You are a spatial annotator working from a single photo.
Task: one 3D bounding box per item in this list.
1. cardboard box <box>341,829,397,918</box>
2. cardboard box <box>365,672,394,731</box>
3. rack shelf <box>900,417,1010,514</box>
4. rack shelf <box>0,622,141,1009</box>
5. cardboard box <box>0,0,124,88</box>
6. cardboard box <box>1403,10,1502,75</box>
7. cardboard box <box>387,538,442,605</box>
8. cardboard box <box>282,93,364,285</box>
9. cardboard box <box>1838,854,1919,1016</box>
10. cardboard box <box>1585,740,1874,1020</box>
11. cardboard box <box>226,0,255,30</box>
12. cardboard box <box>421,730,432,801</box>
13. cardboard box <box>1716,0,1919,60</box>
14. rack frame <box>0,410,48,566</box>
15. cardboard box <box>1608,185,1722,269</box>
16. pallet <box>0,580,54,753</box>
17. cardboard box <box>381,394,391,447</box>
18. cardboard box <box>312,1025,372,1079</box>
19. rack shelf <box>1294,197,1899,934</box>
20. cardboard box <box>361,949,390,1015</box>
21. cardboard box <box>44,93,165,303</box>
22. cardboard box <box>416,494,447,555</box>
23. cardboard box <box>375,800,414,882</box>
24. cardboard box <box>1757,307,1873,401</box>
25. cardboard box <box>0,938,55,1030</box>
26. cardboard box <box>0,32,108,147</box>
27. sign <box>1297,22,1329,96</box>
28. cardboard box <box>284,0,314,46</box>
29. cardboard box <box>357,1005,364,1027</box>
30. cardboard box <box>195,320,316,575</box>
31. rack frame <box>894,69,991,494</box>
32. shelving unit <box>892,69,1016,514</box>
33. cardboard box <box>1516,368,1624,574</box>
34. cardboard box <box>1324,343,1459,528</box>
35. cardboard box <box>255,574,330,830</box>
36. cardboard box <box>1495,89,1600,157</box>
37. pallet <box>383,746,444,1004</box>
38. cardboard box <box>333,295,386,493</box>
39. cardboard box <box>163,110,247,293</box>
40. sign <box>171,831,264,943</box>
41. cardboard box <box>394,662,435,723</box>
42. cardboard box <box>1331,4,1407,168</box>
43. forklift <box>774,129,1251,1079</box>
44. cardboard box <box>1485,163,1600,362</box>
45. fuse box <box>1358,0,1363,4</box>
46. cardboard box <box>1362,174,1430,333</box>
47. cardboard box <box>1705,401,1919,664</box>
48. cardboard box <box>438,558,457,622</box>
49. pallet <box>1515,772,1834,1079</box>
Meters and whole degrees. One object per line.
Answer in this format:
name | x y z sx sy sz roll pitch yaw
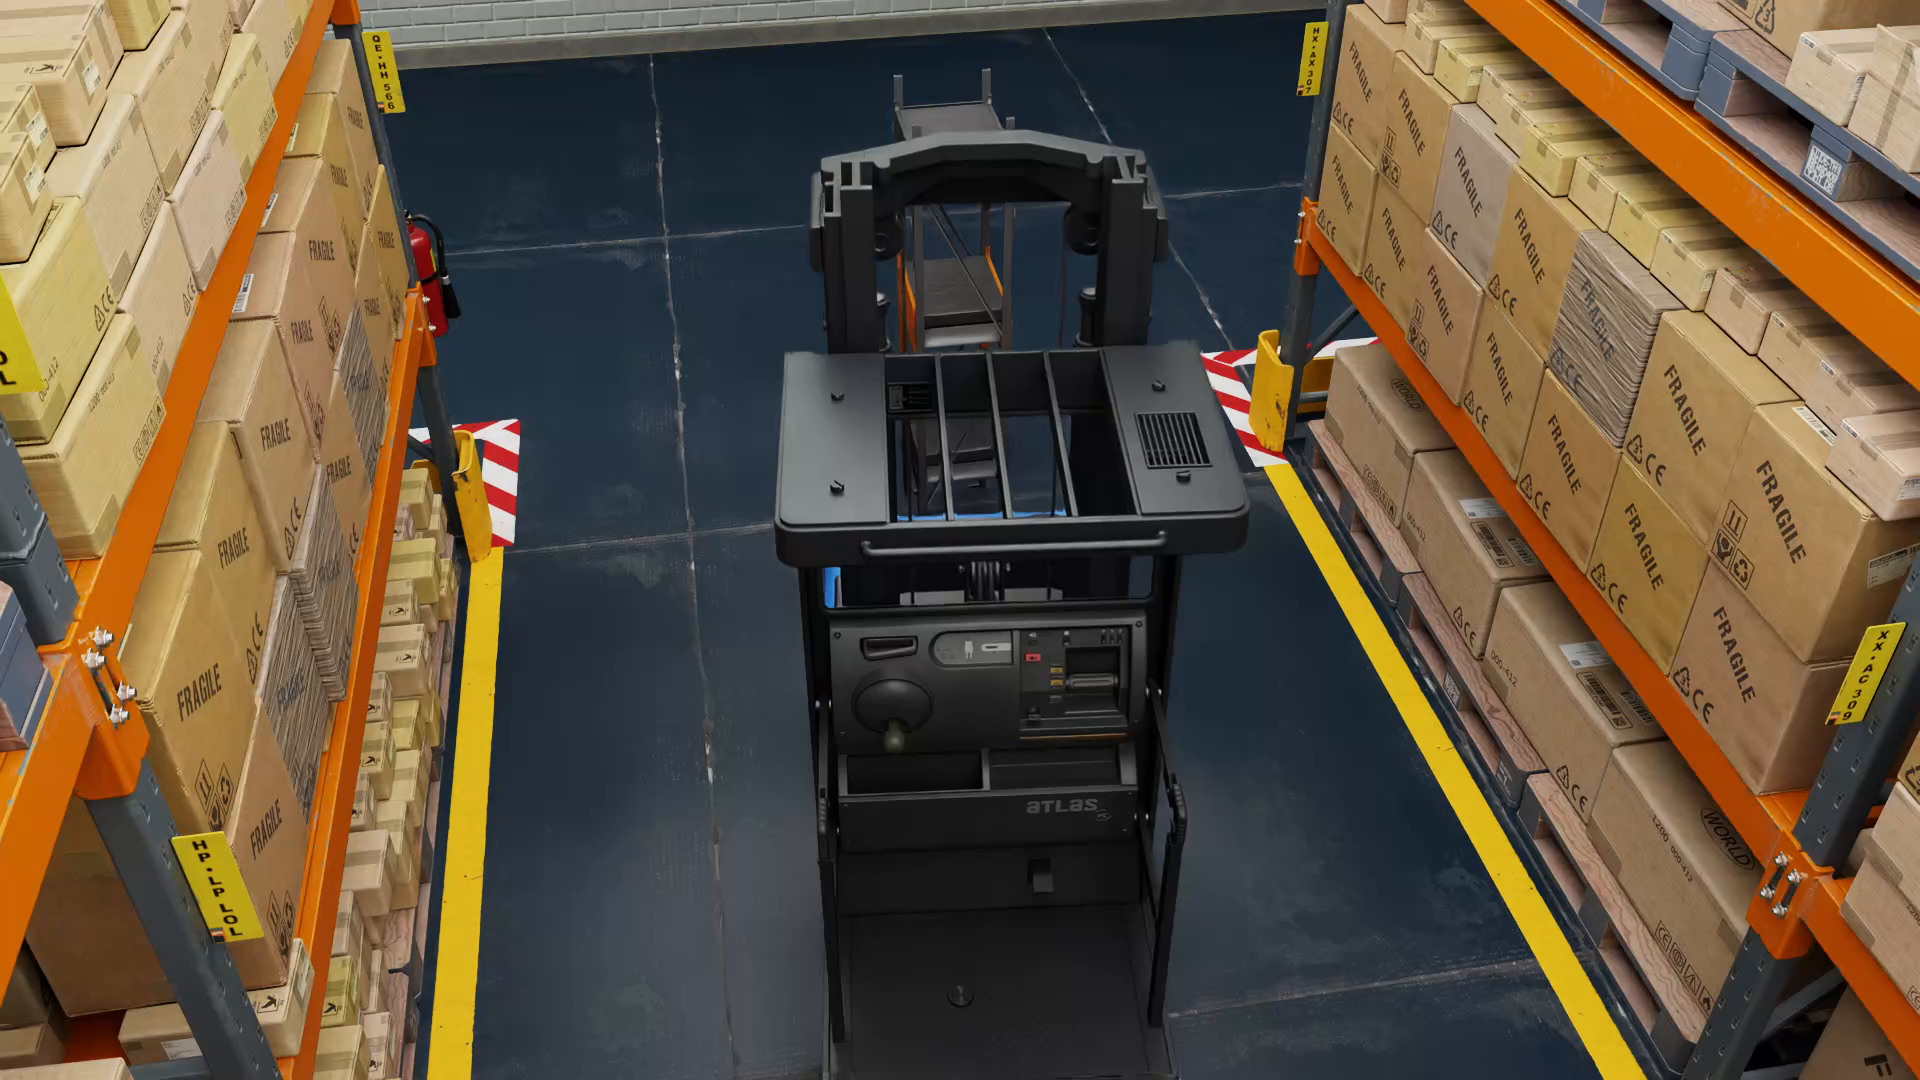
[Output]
cardboard box | -2.047 1.096 5.390 0.380 0.149 0.250 -5 38 -7
cardboard box | -2.255 0.632 5.988 0.380 0.149 0.250 -7 38 -9
rack shelf | -0.029 -0.366 7.672 0.431 0.518 0.480 -6 38 -8
rack shelf | -1.725 1.547 1.455 1.077 0.370 4.000 -6 38 -8
cardboard box | -2.069 -1.072 3.629 0.380 0.149 0.250 -7 38 -9
cardboard box | 1.917 -1.896 6.321 0.380 0.149 0.250 -5 38 -7
cardboard box | -2.276 0.142 6.619 0.380 0.149 0.250 -7 38 -9
cardboard box | -2.363 -1.173 5.675 0.500 0.500 0.500 -7 38 -9
cardboard box | 2.597 0.999 4.141 0.500 0.250 0.500 -7 38 -9
cardboard box | 2.776 1.101 5.634 0.875 0.438 0.875 -7 38 -9
cardboard box | -2.267 -1.630 4.673 0.500 0.250 0.500 -6 38 -7
cardboard box | -2.182 0.855 6.187 0.380 0.149 0.250 -6 38 -7
cardboard box | 2.512 -1.596 4.406 0.797 0.503 0.637 -3 38 -4
rack frame | -2.076 -1.130 1.869 1.000 3.000 0.127 -6 38 -8
cardboard box | 2.251 -0.975 5.135 0.380 0.149 0.250 -7 38 -9
pallet | -2.072 0.513 2.352 1.213 0.211 1.003 -6 38 -8
cardboard box | -2.308 -0.455 6.096 0.380 0.149 0.250 -5 38 -7
cardboard box | -1.922 1.561 4.792 0.380 0.149 0.250 -4 38 -6
rack shelf | 2.430 -0.278 6.249 1.077 0.370 4.000 -6 38 -8
cardboard box | -2.058 1.492 5.366 0.380 0.149 0.250 -7 38 -9
cardboard box | -2.006 -0.701 3.478 0.500 0.250 0.500 -6 38 -8
cardboard box | -2.403 -0.046 7.103 0.380 0.149 0.250 -7 38 -9
cardboard box | -2.086 1.051 5.691 0.380 0.149 0.250 -7 38 -8
cardboard box | 2.439 -0.519 4.548 0.380 0.149 0.250 -6 38 -8
cardboard box | -2.438 0.821 3.925 0.500 0.500 0.500 -6 38 -8
cardboard box | -2.003 -0.918 3.431 0.380 0.149 0.250 -7 38 -9
sign | 1.531 -2.087 7.221 0.100 0.325 0.005 -6 38 -8
cardboard box | -2.340 -1.748 5.233 0.500 0.250 0.500 -6 38 -8
cardboard box | -2.035 1.542 5.059 0.380 0.149 0.250 -6 38 -8
cardboard box | -2.078 -0.230 4.462 0.500 0.500 0.500 -6 38 -7
rack frame | -0.072 -1.077 7.424 0.400 2.100 0.015 -6 38 -8
shelving unit | -0.029 -0.929 7.235 0.431 2.100 0.503 -6 38 -8
cardboard box | 2.249 -0.258 5.556 0.500 0.500 0.500 -7 38 -9
cardboard box | 2.293 -0.536 7.741 0.875 0.438 0.875 -7 38 -9
cardboard box | -2.008 0.458 4.391 0.500 0.500 0.500 -6 38 -8
cardboard box | 2.082 -1.431 5.722 0.380 0.149 0.250 -6 38 -8
pallet | -2.445 1.200 6.033 1.003 0.211 1.213 -6 38 -8
cardboard box | -2.261 -0.473 5.590 0.500 0.500 0.500 -6 38 -8
cardboard box | -2.066 -0.812 4.028 0.500 0.250 0.500 -5 38 -6
sign | -1.530 0.720 3.434 0.100 0.325 0.005 -6 38 -8
cardboard box | -2.207 0.579 6.299 0.380 0.149 0.250 -6 38 -7
cardboard box | 1.883 -1.884 6.833 0.500 0.500 0.500 -7 38 -9
forklift | 0.100 0.490 4.731 1.130 2.935 3.031 -2 38 -3
cardboard box | 2.166 -0.961 5.646 0.500 0.500 0.500 -6 38 -8
fuse box | 3.161 -4.802 12.537 0.539 1.711 0.414 -6 38 -8
cardboard box | 1.996 -1.186 6.750 0.500 0.500 0.500 -7 38 -9
cardboard box | 2.426 -0.044 4.465 0.500 0.500 0.500 -7 38 -8
cardboard box | -2.334 0.223 6.999 0.380 0.149 0.250 -5 38 -7
pallet | 2.724 1.279 5.931 1.003 0.211 1.213 -6 38 -8
